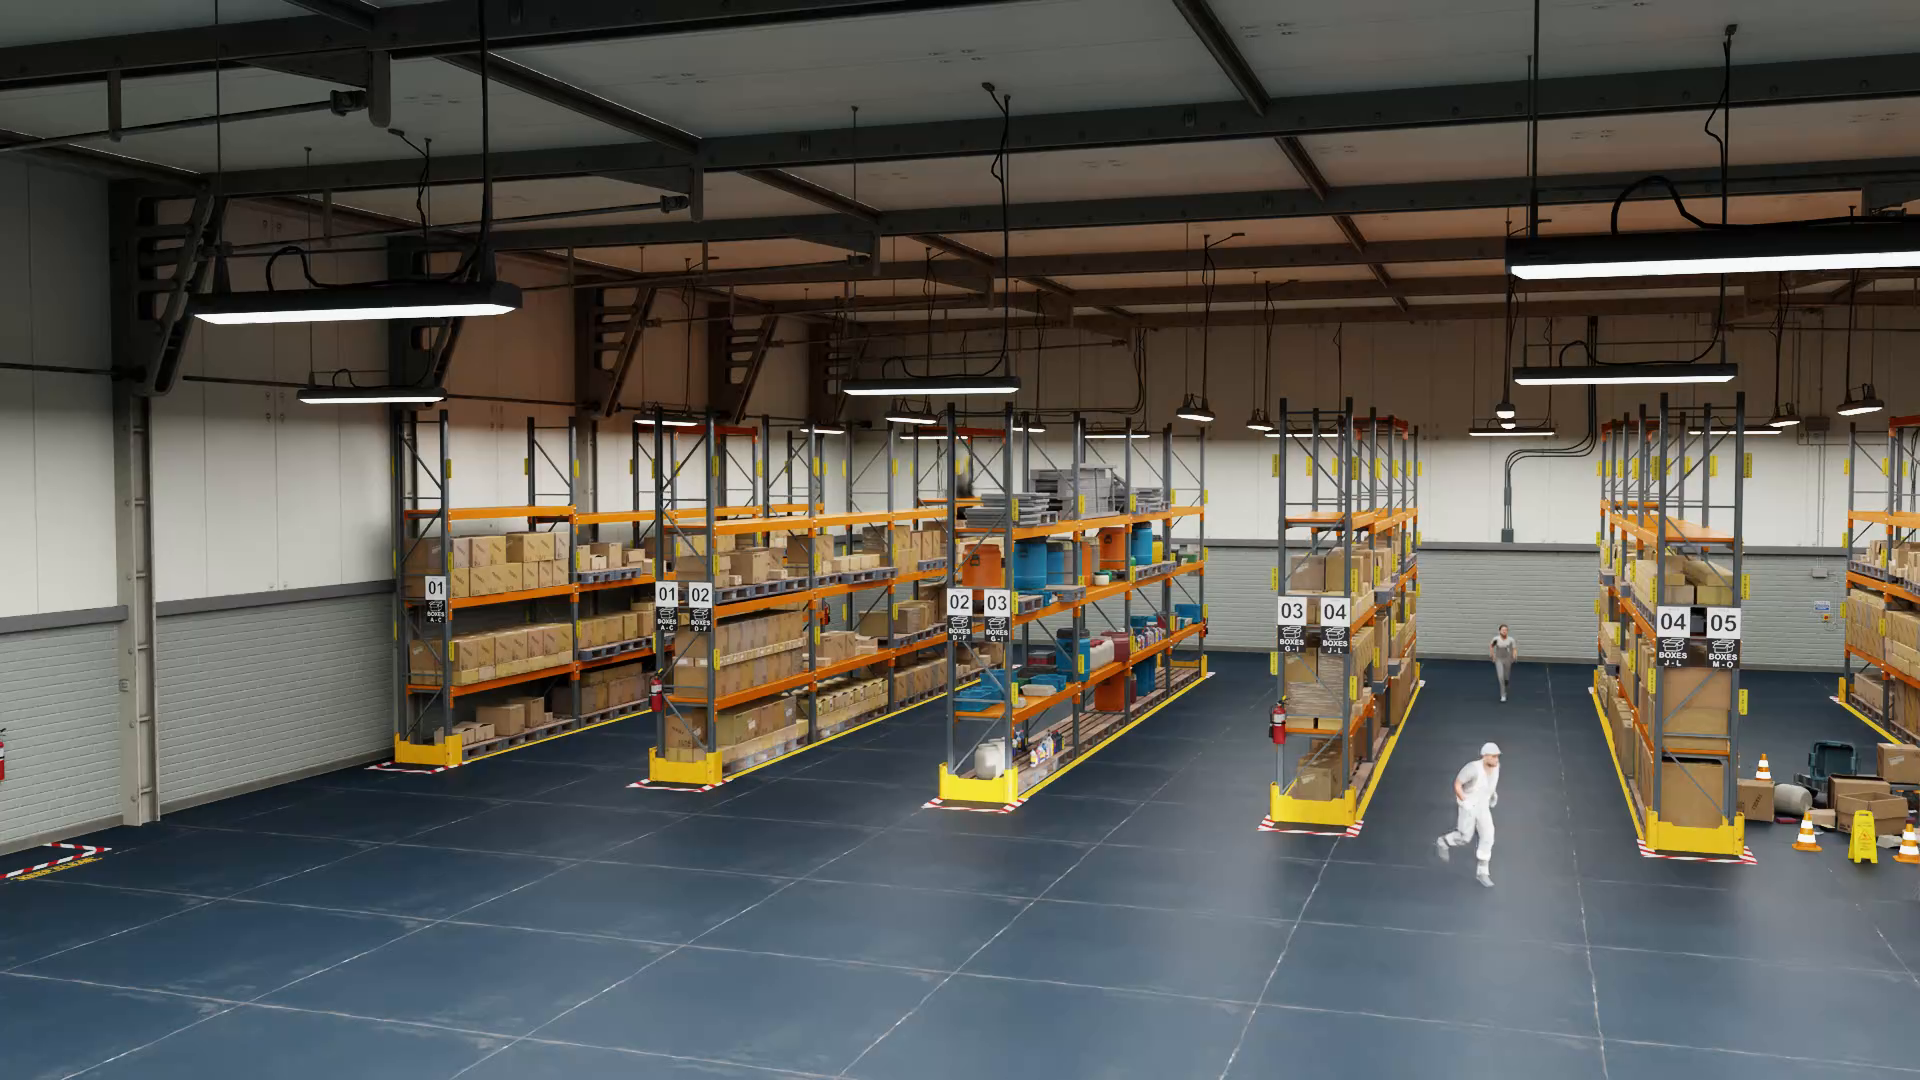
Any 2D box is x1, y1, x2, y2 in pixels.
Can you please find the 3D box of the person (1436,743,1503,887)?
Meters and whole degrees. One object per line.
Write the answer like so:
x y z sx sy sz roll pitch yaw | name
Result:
6.229 3.291 20.334 0.677 1.729 1.021 -1 3 -31 | person

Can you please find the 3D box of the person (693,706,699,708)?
-4.736 2.896 30.777 0.606 1.663 0.921 1 3 12 | person

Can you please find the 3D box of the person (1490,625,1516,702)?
11.778 2.644 36.090 0.547 1.641 0.817 1 2 12 | person
